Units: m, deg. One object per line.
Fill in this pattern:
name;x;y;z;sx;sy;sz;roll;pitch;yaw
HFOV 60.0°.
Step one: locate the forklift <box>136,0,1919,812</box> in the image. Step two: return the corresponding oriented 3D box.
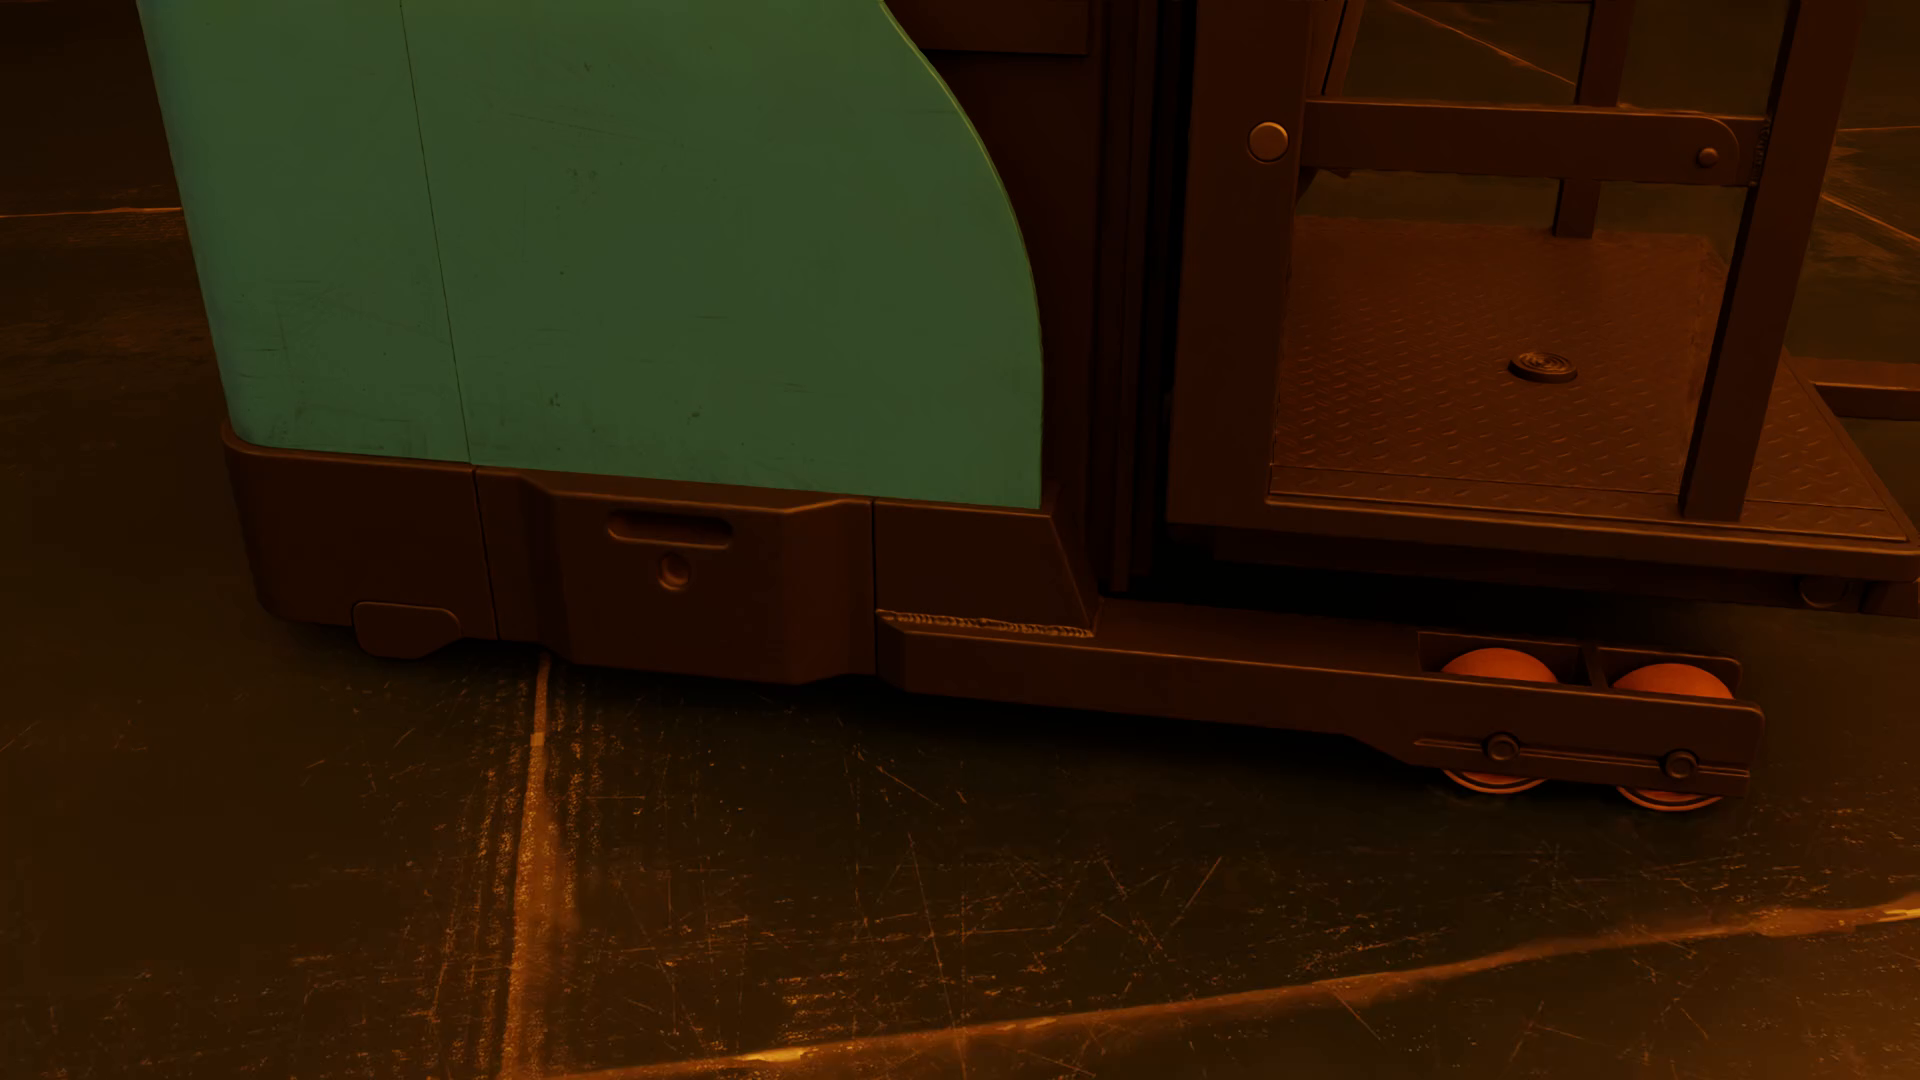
forklift;0.625;-1.253;1.734;3.031;2.935;1.130;5;28;9
